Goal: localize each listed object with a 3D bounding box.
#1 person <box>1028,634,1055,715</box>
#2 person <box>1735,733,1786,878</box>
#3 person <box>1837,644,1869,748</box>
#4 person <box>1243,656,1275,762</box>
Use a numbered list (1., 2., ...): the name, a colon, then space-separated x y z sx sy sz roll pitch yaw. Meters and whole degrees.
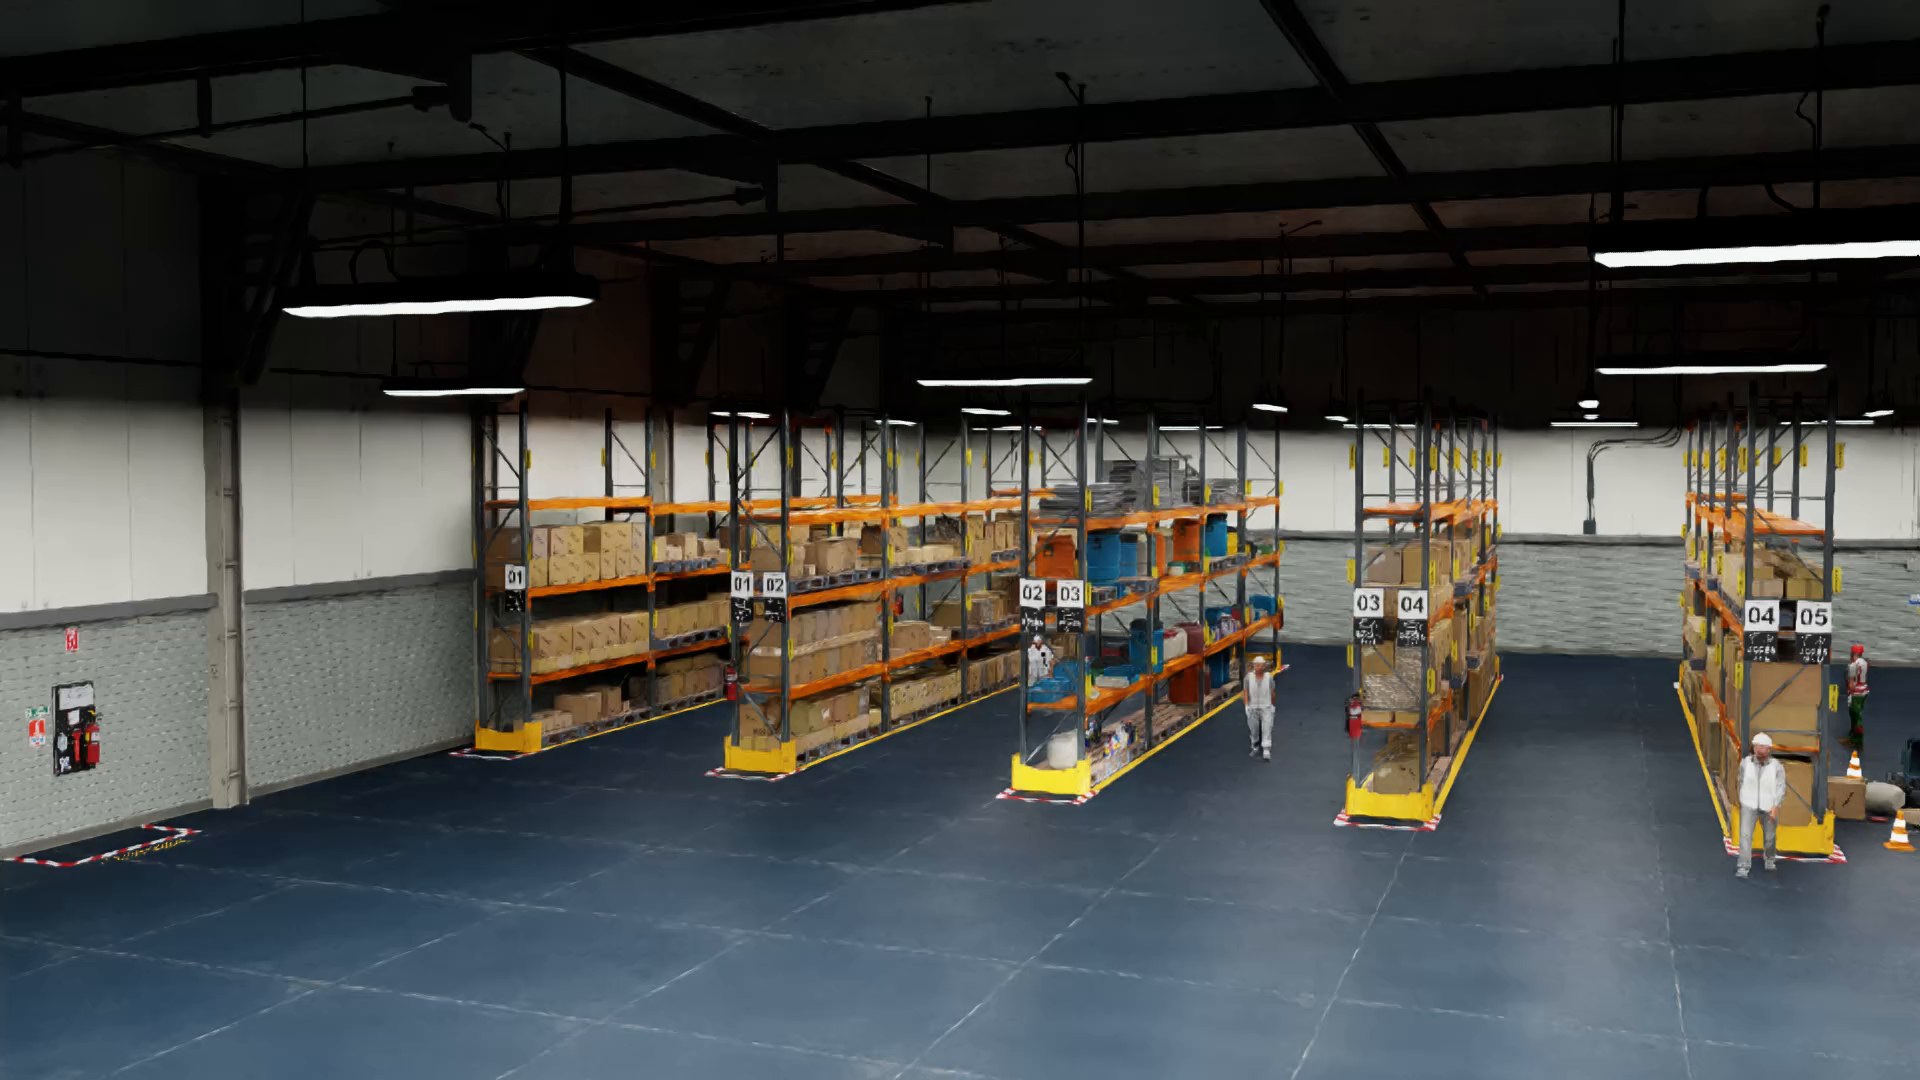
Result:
1. person: 1.544 2.627 32.441 0.625 1.611 0.575 1 3 18
2. person: 9.599 3.165 19.921 0.539 1.715 1.031 2 3 30
3. person: 15.496 2.686 28.879 0.606 1.786 0.494 -2 4 -39
4. person: 4.960 2.781 27.618 0.528 1.727 1.030 1 3 13
